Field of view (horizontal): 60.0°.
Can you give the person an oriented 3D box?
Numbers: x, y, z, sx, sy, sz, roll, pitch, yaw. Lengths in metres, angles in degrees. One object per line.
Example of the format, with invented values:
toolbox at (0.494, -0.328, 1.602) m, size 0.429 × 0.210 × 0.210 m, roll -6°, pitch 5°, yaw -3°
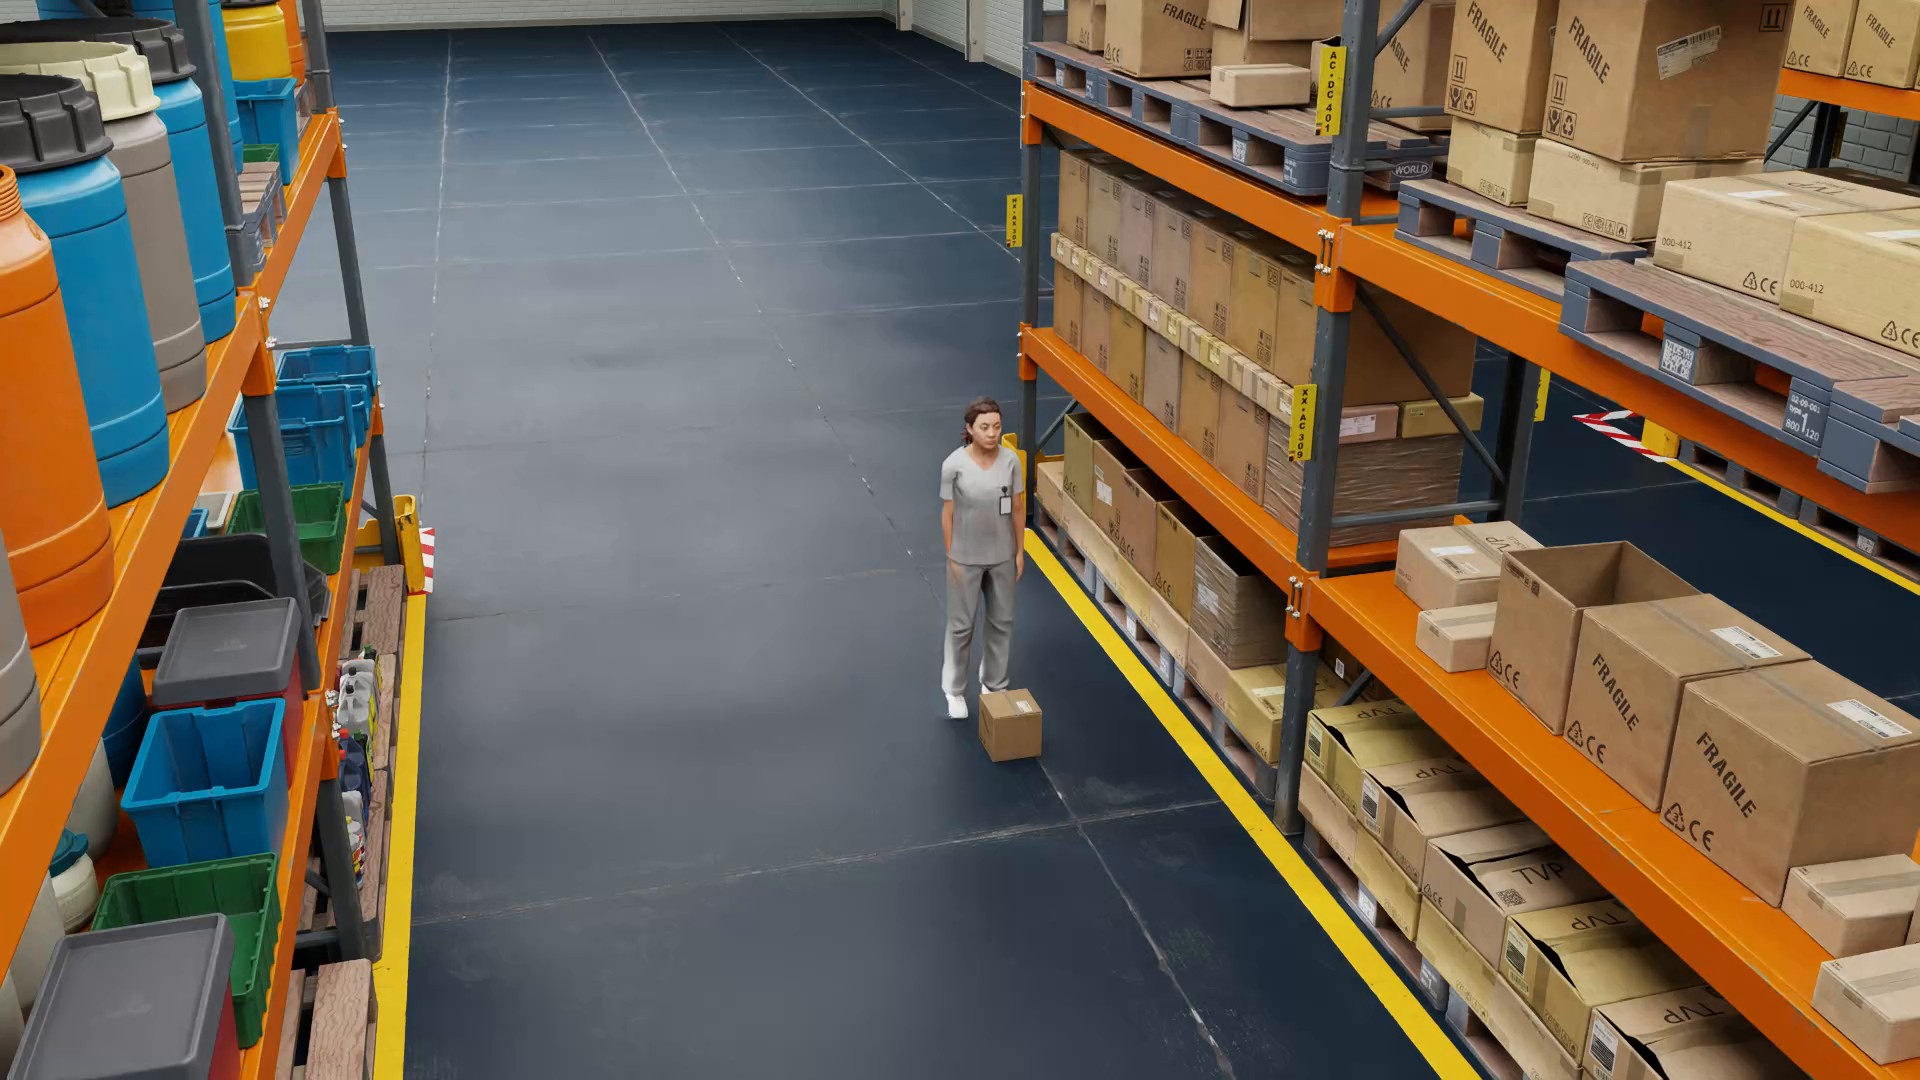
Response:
person at (0.117, 0.085, 8.410) m, size 0.438 × 1.675 × 0.346 m, roll -6°, pitch 24°, yaw -15°
